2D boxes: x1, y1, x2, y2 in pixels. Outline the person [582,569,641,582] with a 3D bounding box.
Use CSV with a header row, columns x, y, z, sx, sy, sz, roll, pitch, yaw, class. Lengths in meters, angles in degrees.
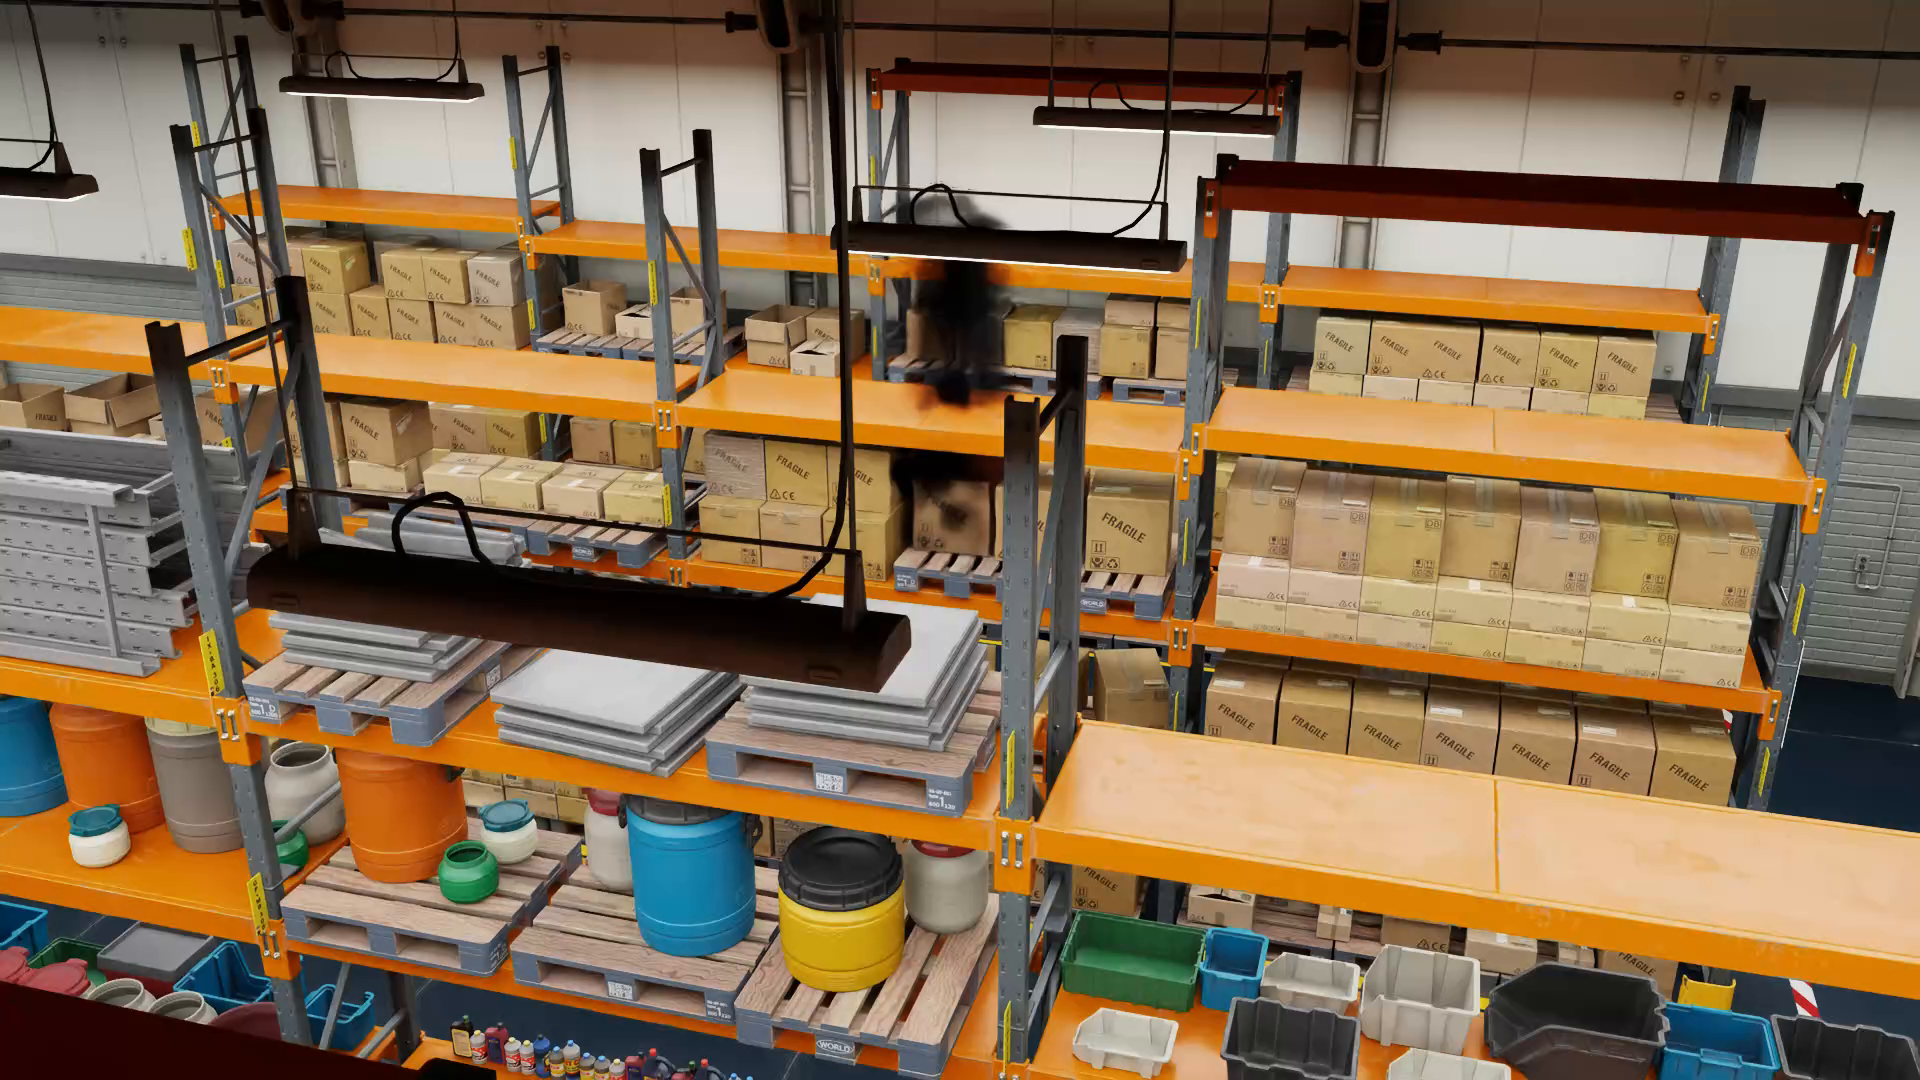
x,y,z,sx,sy,sz,roll,pitch,yaw,class
-3.362,0.703,16.803,0.934,1.703,0.680,4,23,9,person
